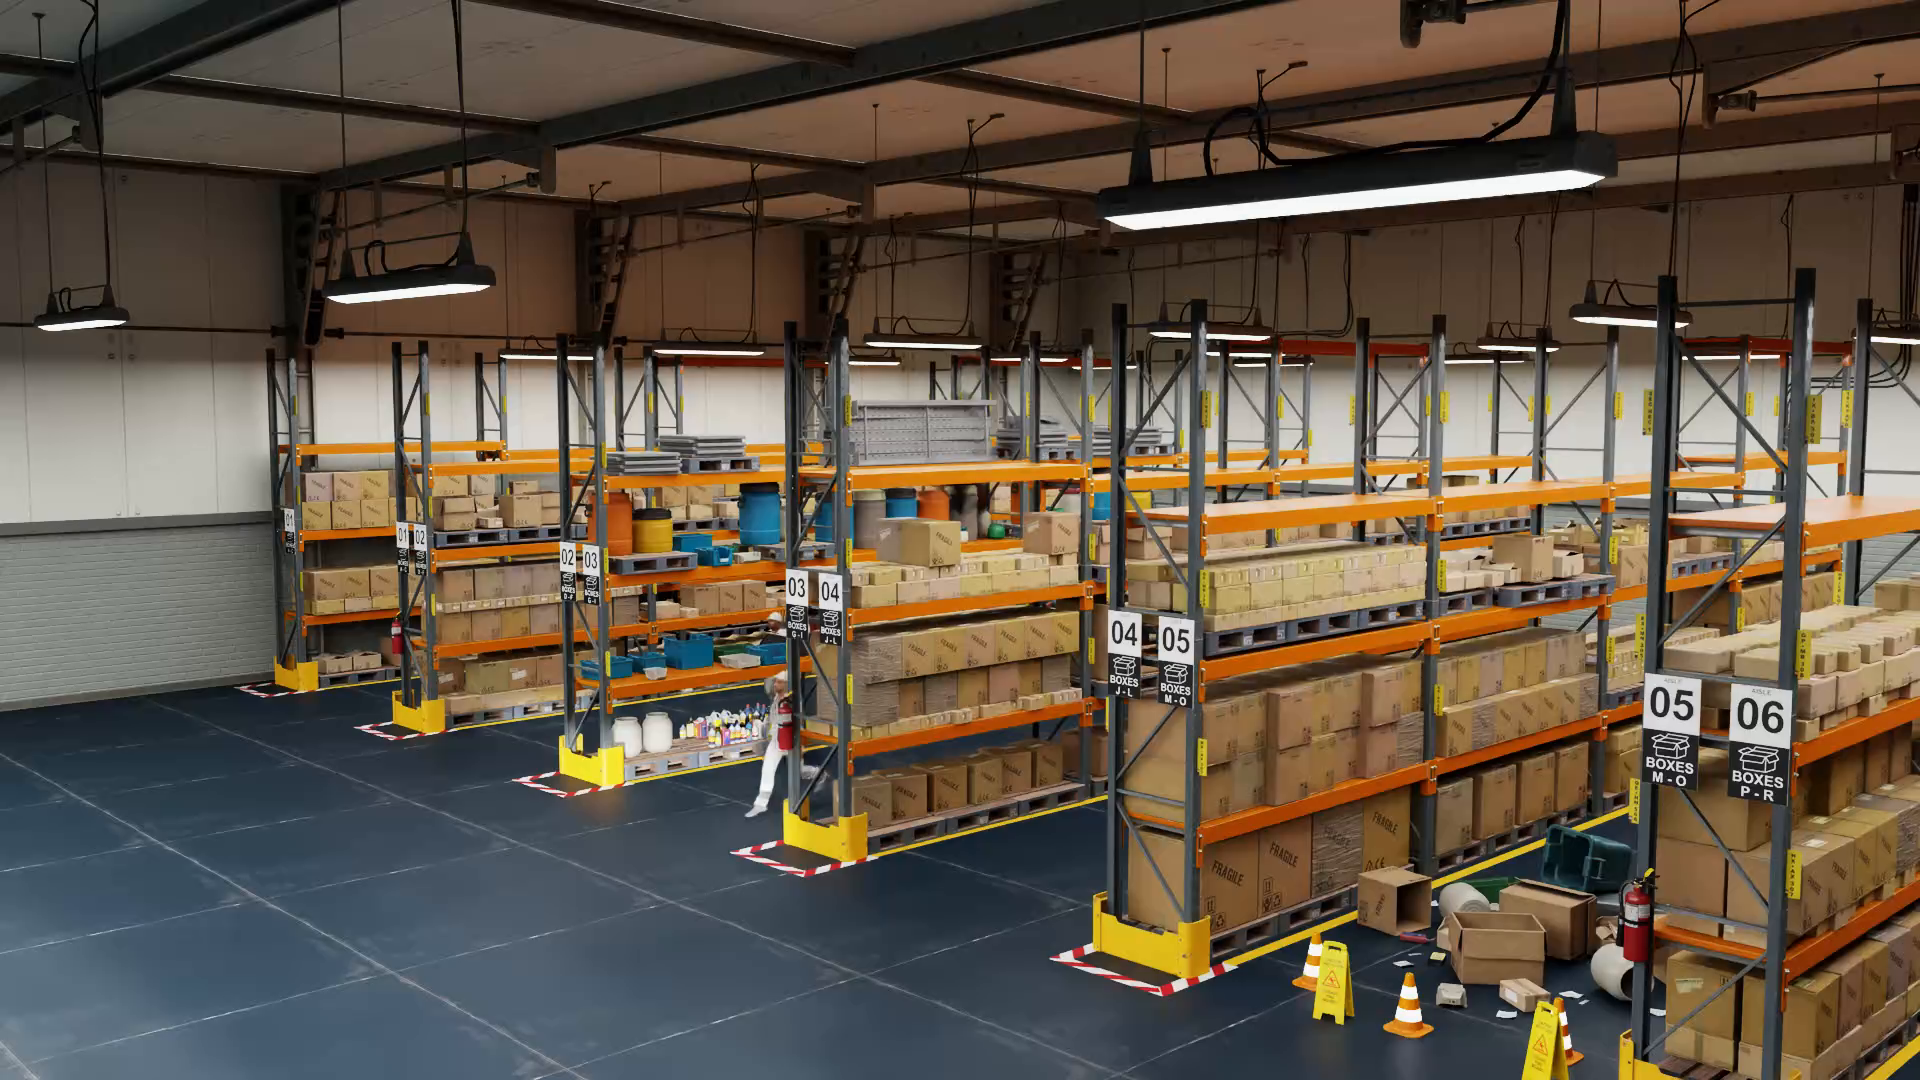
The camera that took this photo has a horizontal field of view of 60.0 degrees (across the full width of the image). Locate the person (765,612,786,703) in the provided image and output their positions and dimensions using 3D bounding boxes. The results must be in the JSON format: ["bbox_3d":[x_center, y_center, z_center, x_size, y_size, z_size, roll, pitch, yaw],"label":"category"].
[{"bbox_3d":[-2.954,2.008,26.478,0.569,1.721,0.674,-4,6,-40],"label":"person"}]

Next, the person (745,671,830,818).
[{"bbox_3d":[-2.128,2.503,20.626,1.169,1.782,0.625,-4,6,-40],"label":"person"}]
